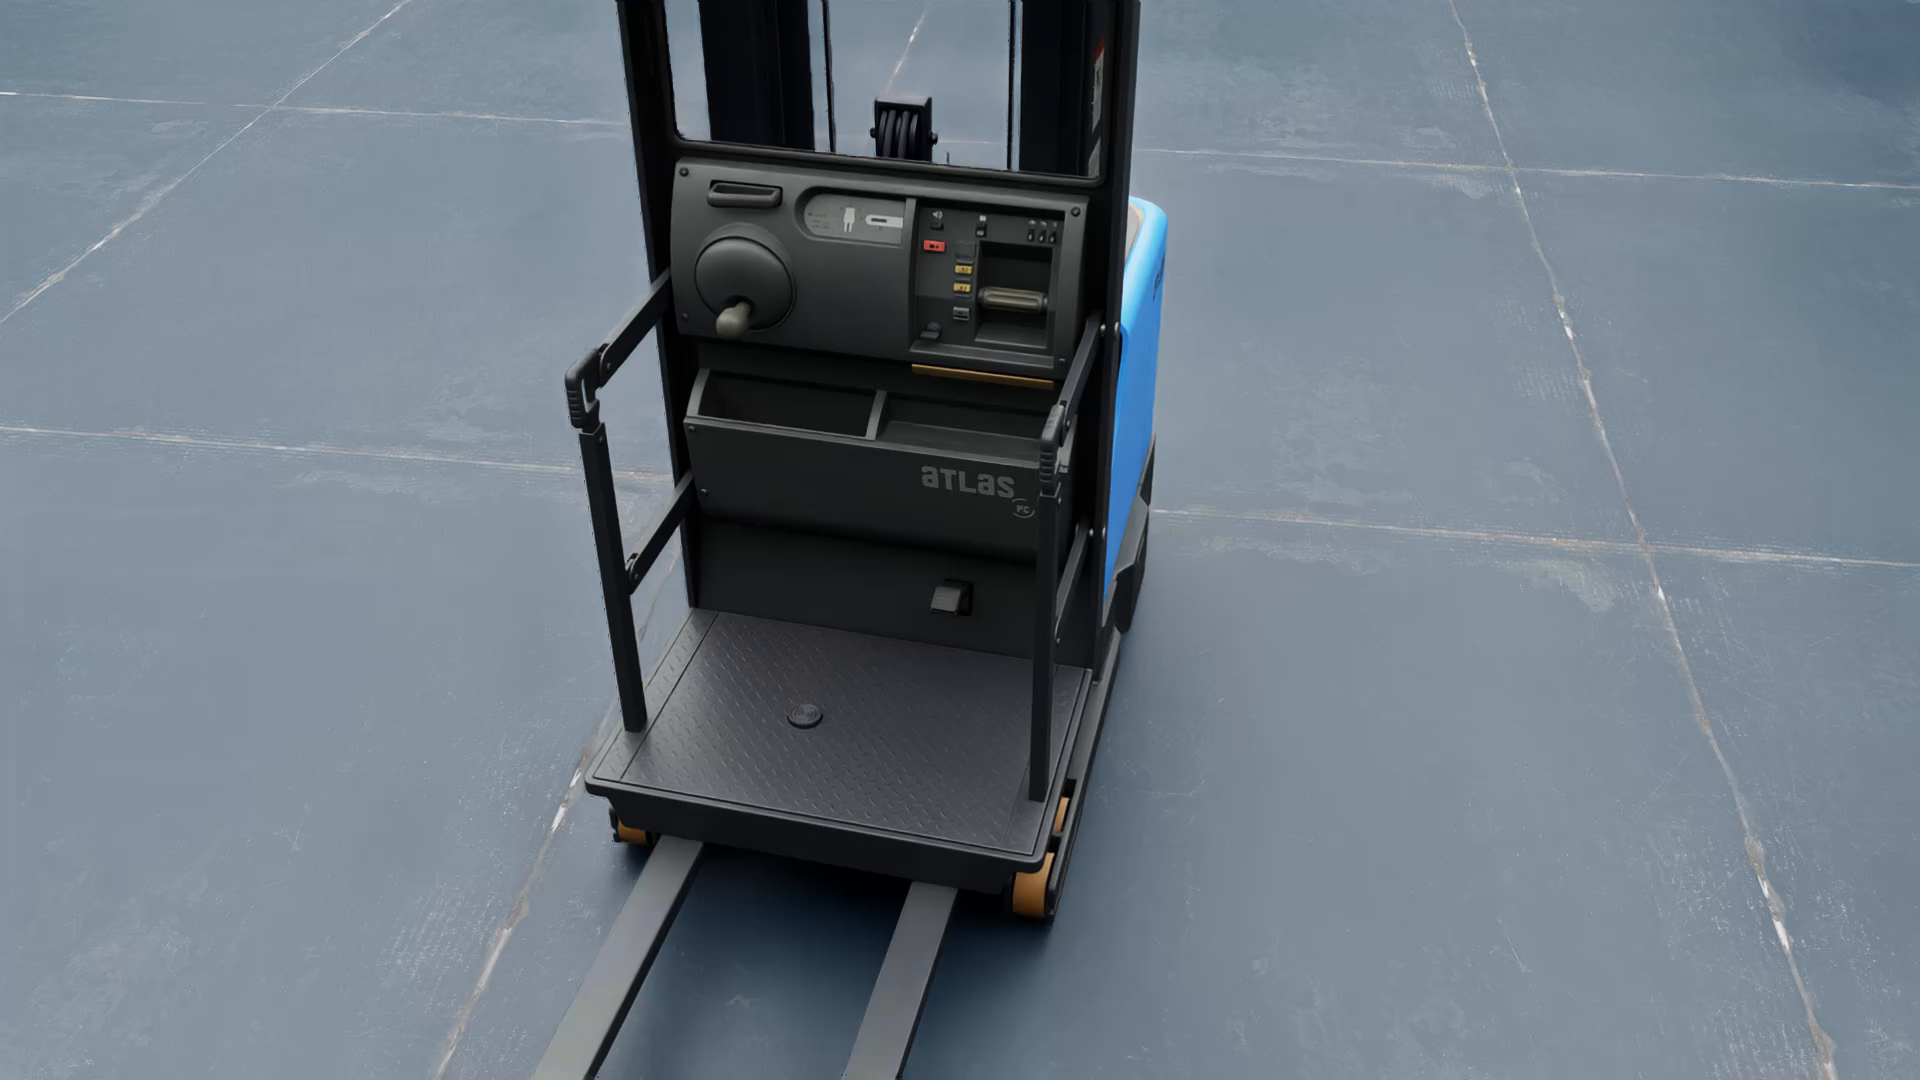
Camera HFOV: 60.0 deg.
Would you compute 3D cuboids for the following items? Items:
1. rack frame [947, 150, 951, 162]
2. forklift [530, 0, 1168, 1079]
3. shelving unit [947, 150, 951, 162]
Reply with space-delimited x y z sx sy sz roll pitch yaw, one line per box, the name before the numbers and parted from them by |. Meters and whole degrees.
rack frame | -0.054 -0.721 5.356 0.008 1.050 0.200 8 36 10
forklift | -0.238 -0.536 3.478 1.130 2.935 3.031 8 36 11
shelving unit | 0.065 -0.705 5.334 0.252 1.050 0.215 8 36 10
